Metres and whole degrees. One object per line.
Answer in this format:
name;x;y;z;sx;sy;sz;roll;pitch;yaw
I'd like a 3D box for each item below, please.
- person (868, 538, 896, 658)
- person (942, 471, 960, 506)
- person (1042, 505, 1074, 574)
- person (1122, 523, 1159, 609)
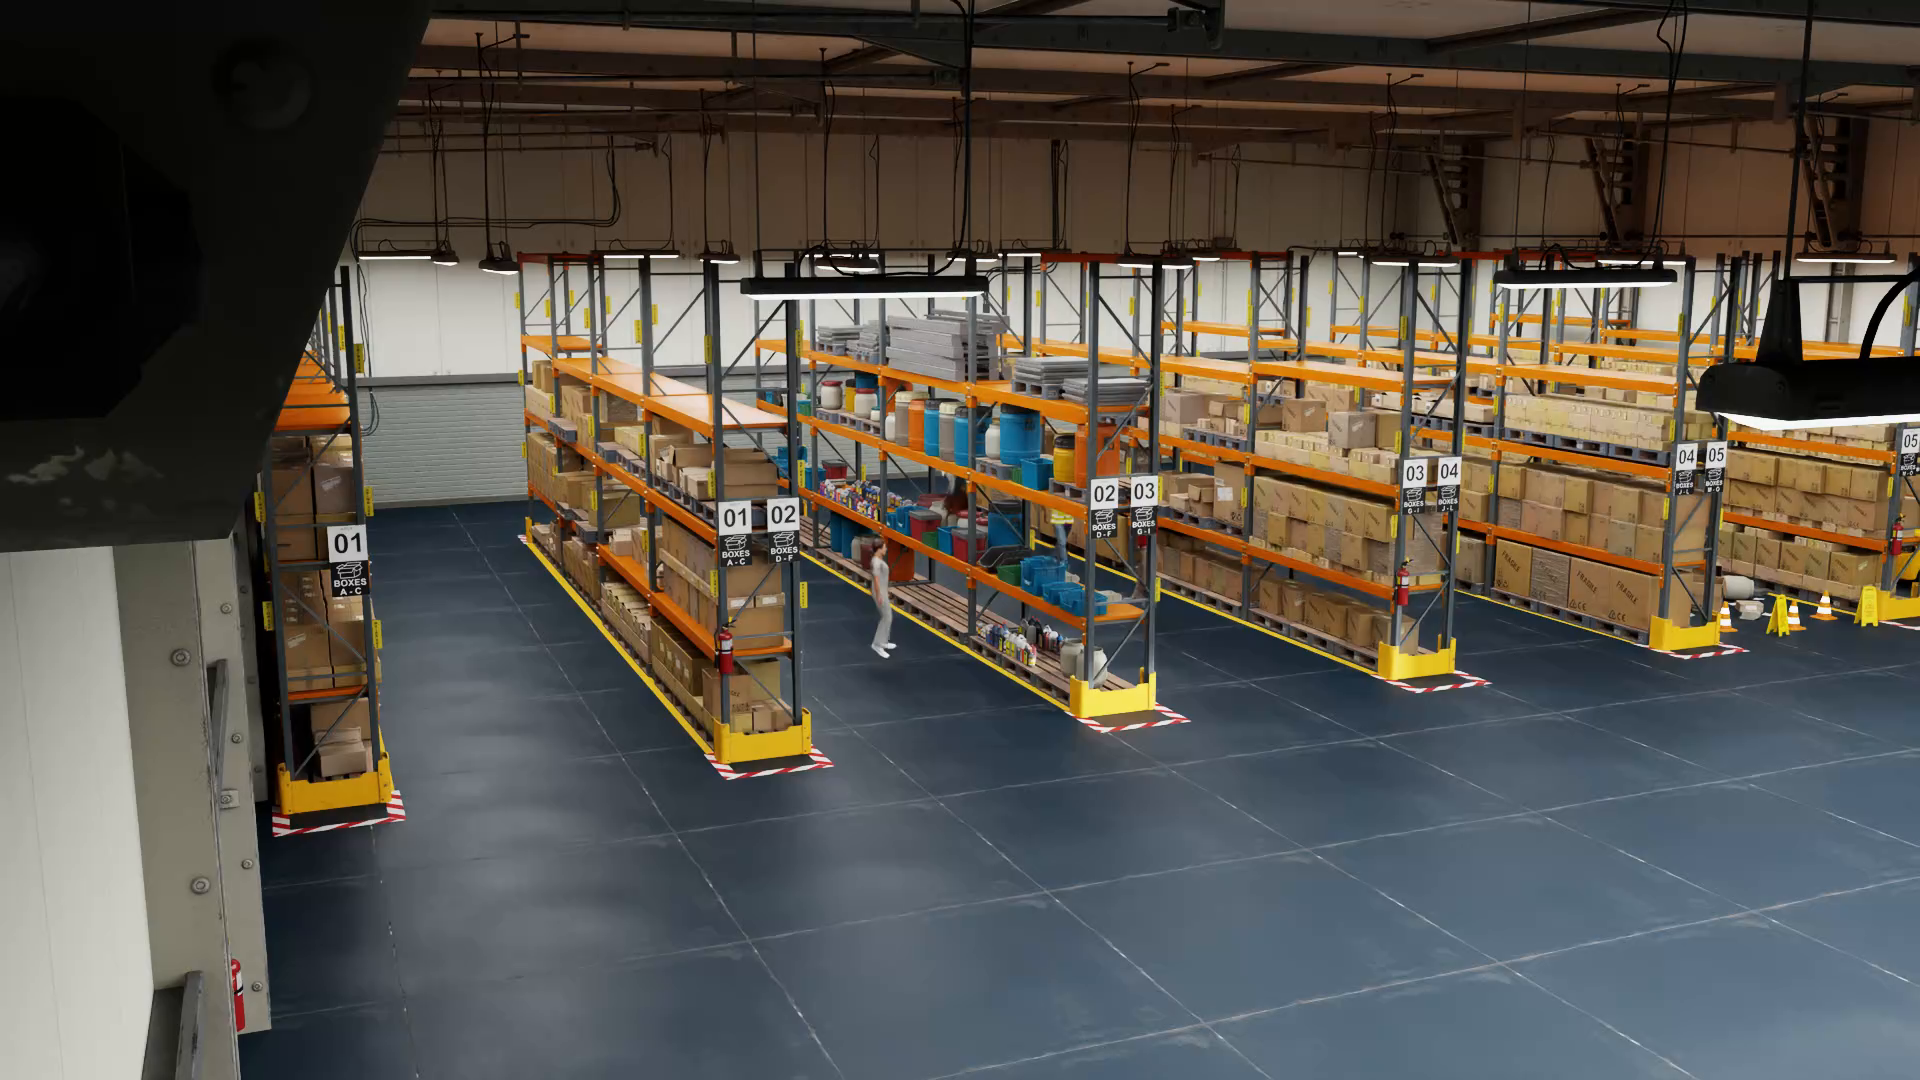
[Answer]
person;-1.157;0.832;24.480;0.415;1.737;0.497;-1;10;-3
person;-0.117;-1.649;39.414;0.590;1.672;0.494;9;14;41
person;1.911;-0.268;29.948;0.631;1.775;0.956;-5;11;-25
person;2.964;0.240;27.337;0.627;1.722;0.558;2;11;13
